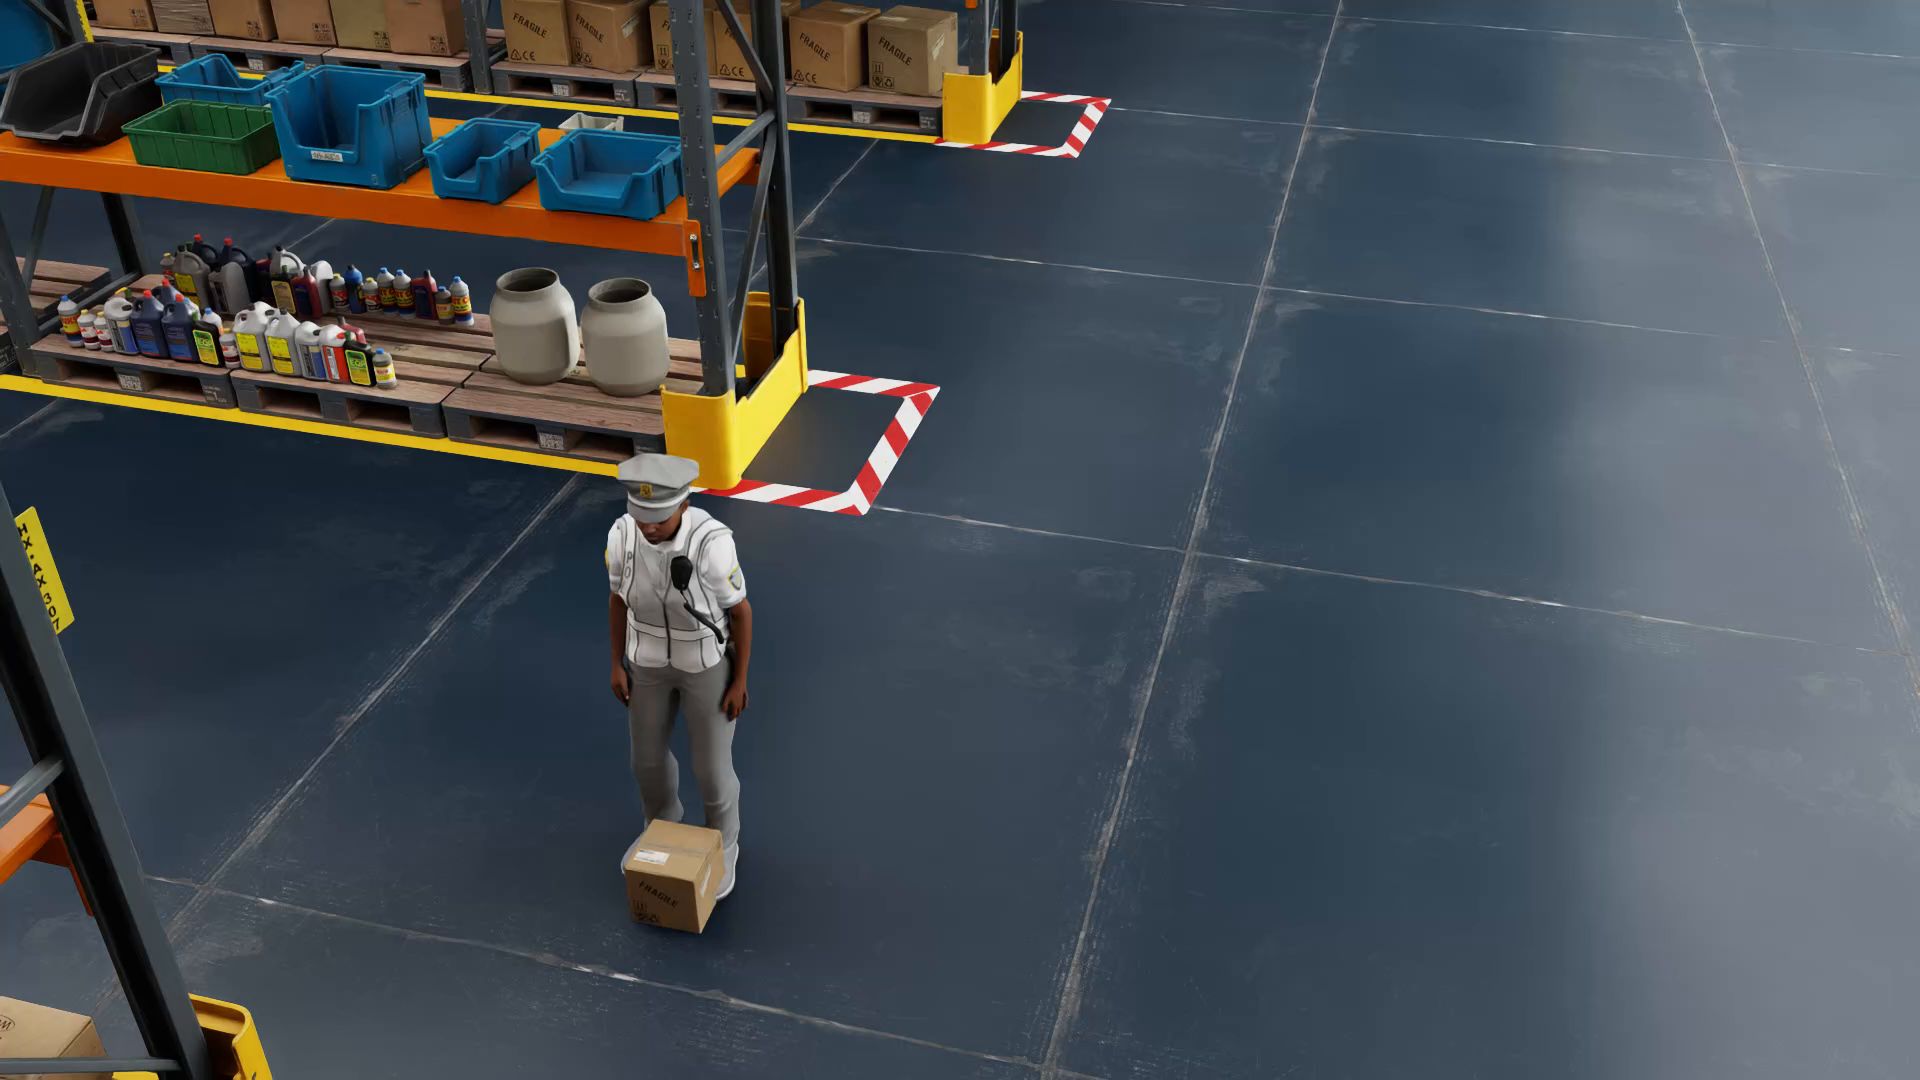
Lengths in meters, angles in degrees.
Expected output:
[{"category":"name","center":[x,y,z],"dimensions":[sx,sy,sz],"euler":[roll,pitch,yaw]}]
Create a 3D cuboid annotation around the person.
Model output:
[{"category":"person","center":[-0.929,0.437,5.467],"dimensions":[0.506,1.659,0.425],"euler":[7,34,11]}]
